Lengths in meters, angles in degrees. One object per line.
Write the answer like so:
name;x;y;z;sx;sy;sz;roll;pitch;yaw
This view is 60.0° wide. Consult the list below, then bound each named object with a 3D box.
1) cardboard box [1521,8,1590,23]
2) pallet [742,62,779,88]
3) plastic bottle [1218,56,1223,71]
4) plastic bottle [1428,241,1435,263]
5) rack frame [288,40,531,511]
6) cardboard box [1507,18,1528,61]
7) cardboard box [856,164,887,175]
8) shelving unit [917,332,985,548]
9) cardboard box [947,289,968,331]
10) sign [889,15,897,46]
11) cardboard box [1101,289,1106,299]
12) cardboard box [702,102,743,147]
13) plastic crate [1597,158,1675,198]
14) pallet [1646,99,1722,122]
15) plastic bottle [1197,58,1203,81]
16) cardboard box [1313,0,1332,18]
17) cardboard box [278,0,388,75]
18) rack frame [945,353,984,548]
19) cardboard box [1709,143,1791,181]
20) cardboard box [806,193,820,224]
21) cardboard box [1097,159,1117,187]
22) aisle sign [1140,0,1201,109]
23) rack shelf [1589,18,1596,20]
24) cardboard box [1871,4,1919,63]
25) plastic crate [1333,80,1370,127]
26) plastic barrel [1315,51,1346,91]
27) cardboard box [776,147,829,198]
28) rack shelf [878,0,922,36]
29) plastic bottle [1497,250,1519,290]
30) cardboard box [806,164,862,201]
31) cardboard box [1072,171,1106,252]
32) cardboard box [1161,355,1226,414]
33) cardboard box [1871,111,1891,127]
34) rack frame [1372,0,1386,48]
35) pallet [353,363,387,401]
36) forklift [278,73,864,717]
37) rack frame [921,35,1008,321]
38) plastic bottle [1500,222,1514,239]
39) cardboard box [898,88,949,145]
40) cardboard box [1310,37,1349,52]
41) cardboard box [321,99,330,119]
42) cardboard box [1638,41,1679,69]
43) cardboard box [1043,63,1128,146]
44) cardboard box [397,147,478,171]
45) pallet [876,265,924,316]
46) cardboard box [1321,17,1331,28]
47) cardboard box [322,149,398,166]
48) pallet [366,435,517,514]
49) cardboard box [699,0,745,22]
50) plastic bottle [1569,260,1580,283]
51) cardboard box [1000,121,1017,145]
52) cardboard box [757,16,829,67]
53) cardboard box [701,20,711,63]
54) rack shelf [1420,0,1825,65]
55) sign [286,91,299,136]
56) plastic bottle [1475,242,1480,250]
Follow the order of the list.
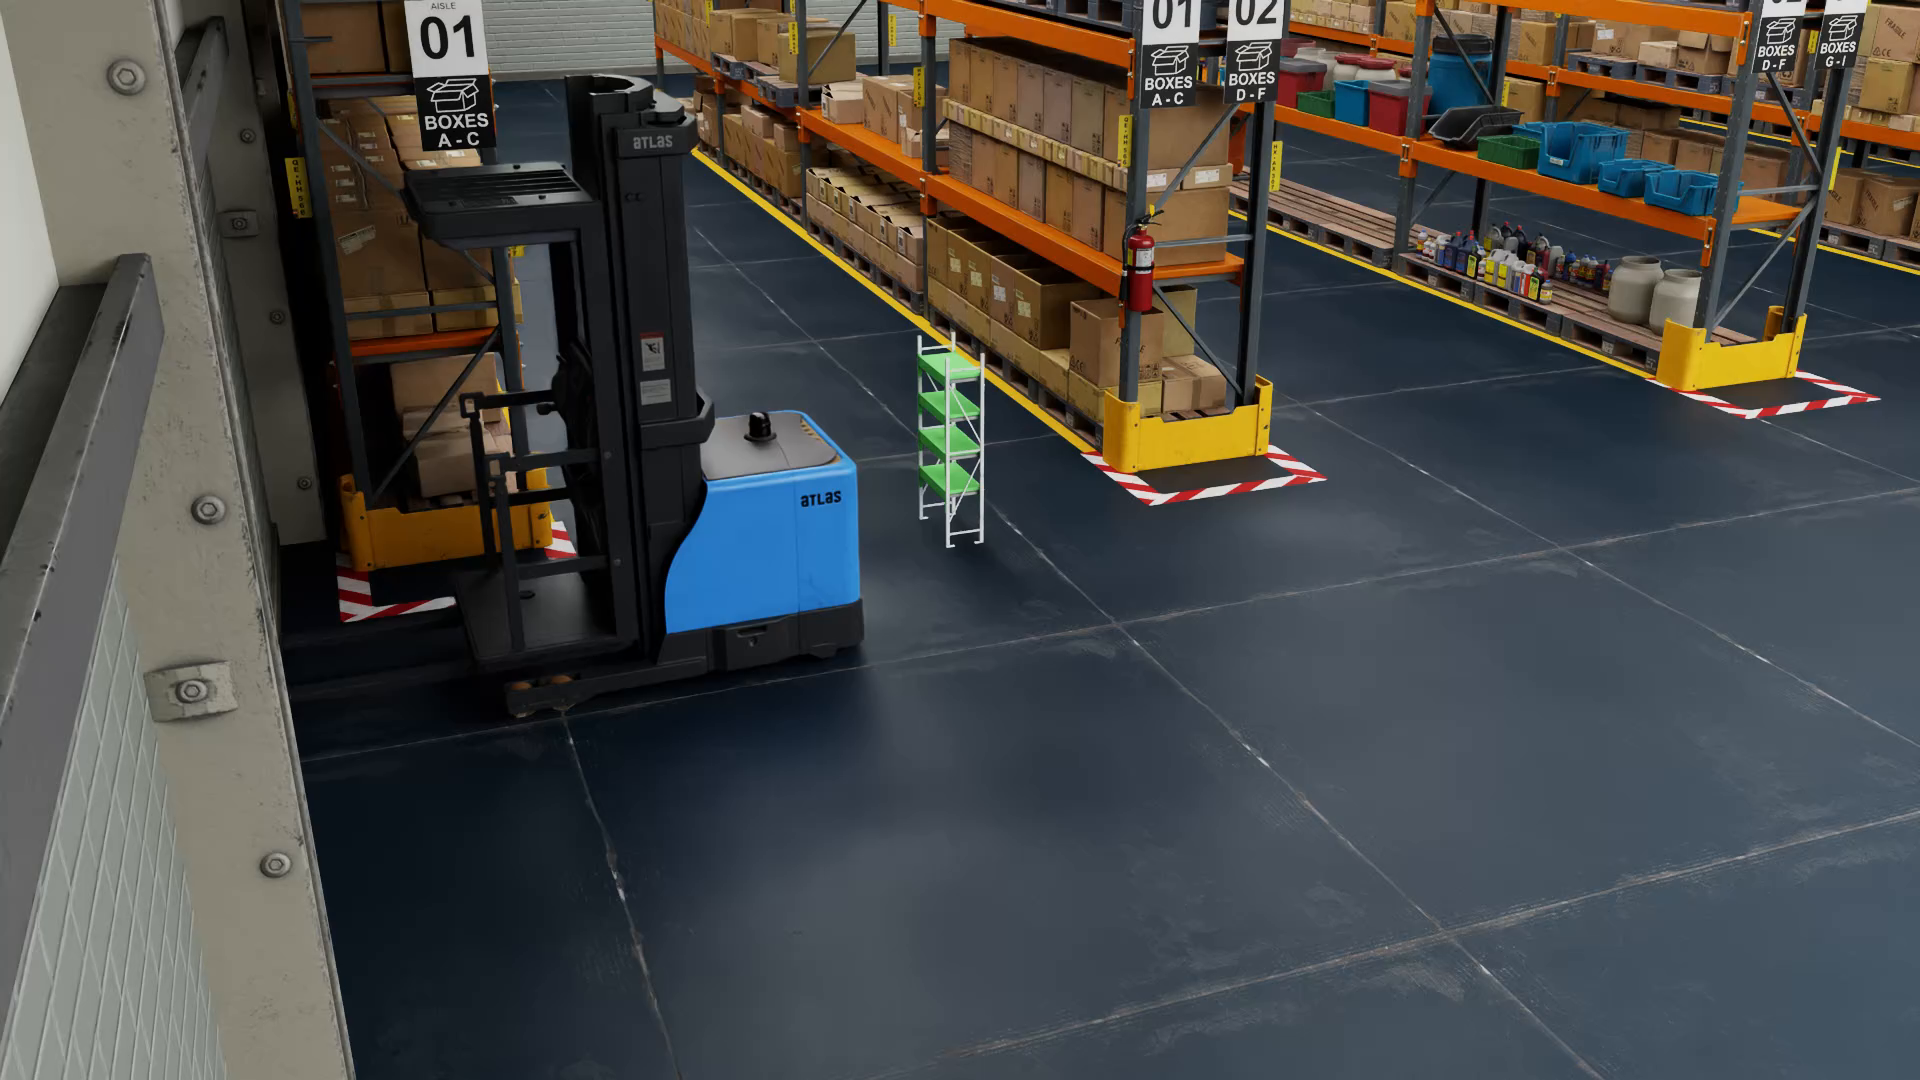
cardboard box;7.772;-7.023;21.630;0.797;0.503;0.637;-7;24;-17
pallet;-1.945;-5.507;19.700;1.003;0.211;1.213;-8;24;-19
plastic bottle;3.281;-6.022;20.826;0.061;0.283;0.133;-8;24;-19
plastic bottle;4.569;-2.777;16.014;0.097;0.201;0.097;0;23;0
rack frame;-3.061;-1.301;9.475;1.000;3.000;0.127;-8;24;-19
cardboard box;7.438;-6.620;21.966;0.500;0.500;0.500;-9;24;-19
cardboard box;-0.838;-3.917;17.960;0.500;0.311;0.500;-8;24;-18
shelving unit;-0.058;-0.613;10.160;0.258;1.200;0.503;-8;24;-19
cardboard box;0.211;-1.970;14.060;0.500;0.250;0.500;-8;24;-19
sign;-0.736;-5.500;17.946;0.100;0.325;0.005;-8;24;-19
cardboard box;1.224;-1.841;12.790;0.500;0.500;0.500;-8;24;-19
cardboard box;-3.133;-5.561;22.235;0.500;0.500;0.500;-8;24;-19
plastic crate;5.527;-2.969;13.625;0.499;0.251;0.408;-8;24;-19
pallet;11.554;-6.776;26.056;1.003;0.211;1.213;-8;24;-19
plastic bottle;2.840;-5.602;19.829;0.061;0.283;0.133;-8;24;-19
cardboard box;5.835;-8.266;25.809;0.500;0.250;0.500;-8;24;-18
cardboard box;-3.445;-2.856;9.146;0.500;0.500;0.500;-7;24;-15
rack frame;0.028;-0.524;9.949;0.240;1.200;0.015;-8;24;-19
cardboard box;9.081;-4.246;19.114;0.700;0.500;0.500;-8;24;-19
cardboard box;-1.343;-3.585;17.893;0.500;0.250;0.500;-8;24;-19
cardboard box;1.165;-2.535;11.438;0.380;0.149;0.250;-8;24;-18
aisle sign;1.321;-3.116;10.434;0.394;0.787;0.004;-8;24;-19
rack shelf;10.571;-8.739;28.049;1.077;0.370;4.000;-8;24;-19
cardboard box;9.527;-5.057;16.588;0.500;0.500;0.500;-8;24;-19
plastic crate;4.114;-4.465;17.001;0.392;0.384;0.575;-8;24;-19
plastic barrel;4.094;-5.121;18.395;0.421;0.512;0.421;0;23;0
cardboard box;-1.804;-4.247;19.117;0.500;0.500;0.500;-7;24;-17
rack shelf;-0.547;-5.213;15.820;1.077;0.370;4.000;-8;24;-19
plastic bottle;4.974;-2.455;15.057;0.144;0.351;0.185;-7;24;-17
cardboard box;-1.343;-3.843;17.784;0.500;0.311;0.500;-7;24;-17
cardboard box;1.229;-2.390;11.929;0.700;0.500;0.500;-8;24;-18
cardboard box;1.591;-1.134;12.078;0.500;0.250;0.500;-8;24;-19
cardboard box;9.510;-4.289;16.888;0.380;0.149;0.250;-8;24;-19
rack frame;6.602;-7.700;24.657;1.000;3.000;0.127;-8;24;-19
pallet;-4.203;-1.230;12.897;1.003;0.211;1.213;-8;24;-19
forklift;-2.080;-0.712;8.165;3.031;2.935;1.130;-9;24;-20
rack frame;0.159;-3.436;14.539;1.000;3.000;0.127;-8;24;-19
plastic bottle;5.292;-2.901;16.116;0.144;0.351;0.185;-9;24;-20
cardboard box;-0.283;-3.954;15.641;0.500;0.500;0.500;-7;24;-15
cardboard box;6.126;-7.492;26.359;0.875;0.875;0.875;-8;24;-19
cardboard box;-5.074;-3.632;14.310;0.700;0.500;0.500;-5;23;-12
cardboard box;8.392;-5.731;19.637;0.500;0.250;0.500;-9;24;-20
cardboard box;1.031;-3.190;12.158;0.700;0.500;0.500;-8;24;-19
cardboard box;-3.483;-2.357;11.182;0.500;0.500;0.500;-8;24;-17
pallet;-0.137;-2.413;15.703;1.003;0.211;1.213;-8;24;-19
cardboard box;5.824;-8.024;25.749;0.380;0.149;0.250;-8;24;-18
cardboard box;-3.959;-2.283;11.007;0.500;0.500;0.500;-8;24;-18
pallet;-3.341;-0.344;10.794;1.003;0.211;1.213;-8;24;-19
cardboard box;-3.088;-6.997;21.574;0.500;0.500;0.500;-8;24;-19
plastic bottle;5.667;-2.472;15.290;0.097;0.201;0.097;0;23;0
cardboard box;0.532;-3.189;12.989;0.380;0.149;0.250;-9;25;-21
cardboard box;-1.985;-5.948;19.832;0.700;0.500;0.500;-15;27;-32
cardboard box;-3.083;-6.535;21.764;0.500;0.500;0.500;-8;24;-18
rack shelf;5.501;-4.438;13.981;1.077;0.370;4.000;-8;24;-19
sign;-4.992;-3.211;12.515;0.100;0.325;0.005;-8;24;-19
plastic bottle;4.856;-2.673;15.676;0.097;0.271;0.097;0;23;0
